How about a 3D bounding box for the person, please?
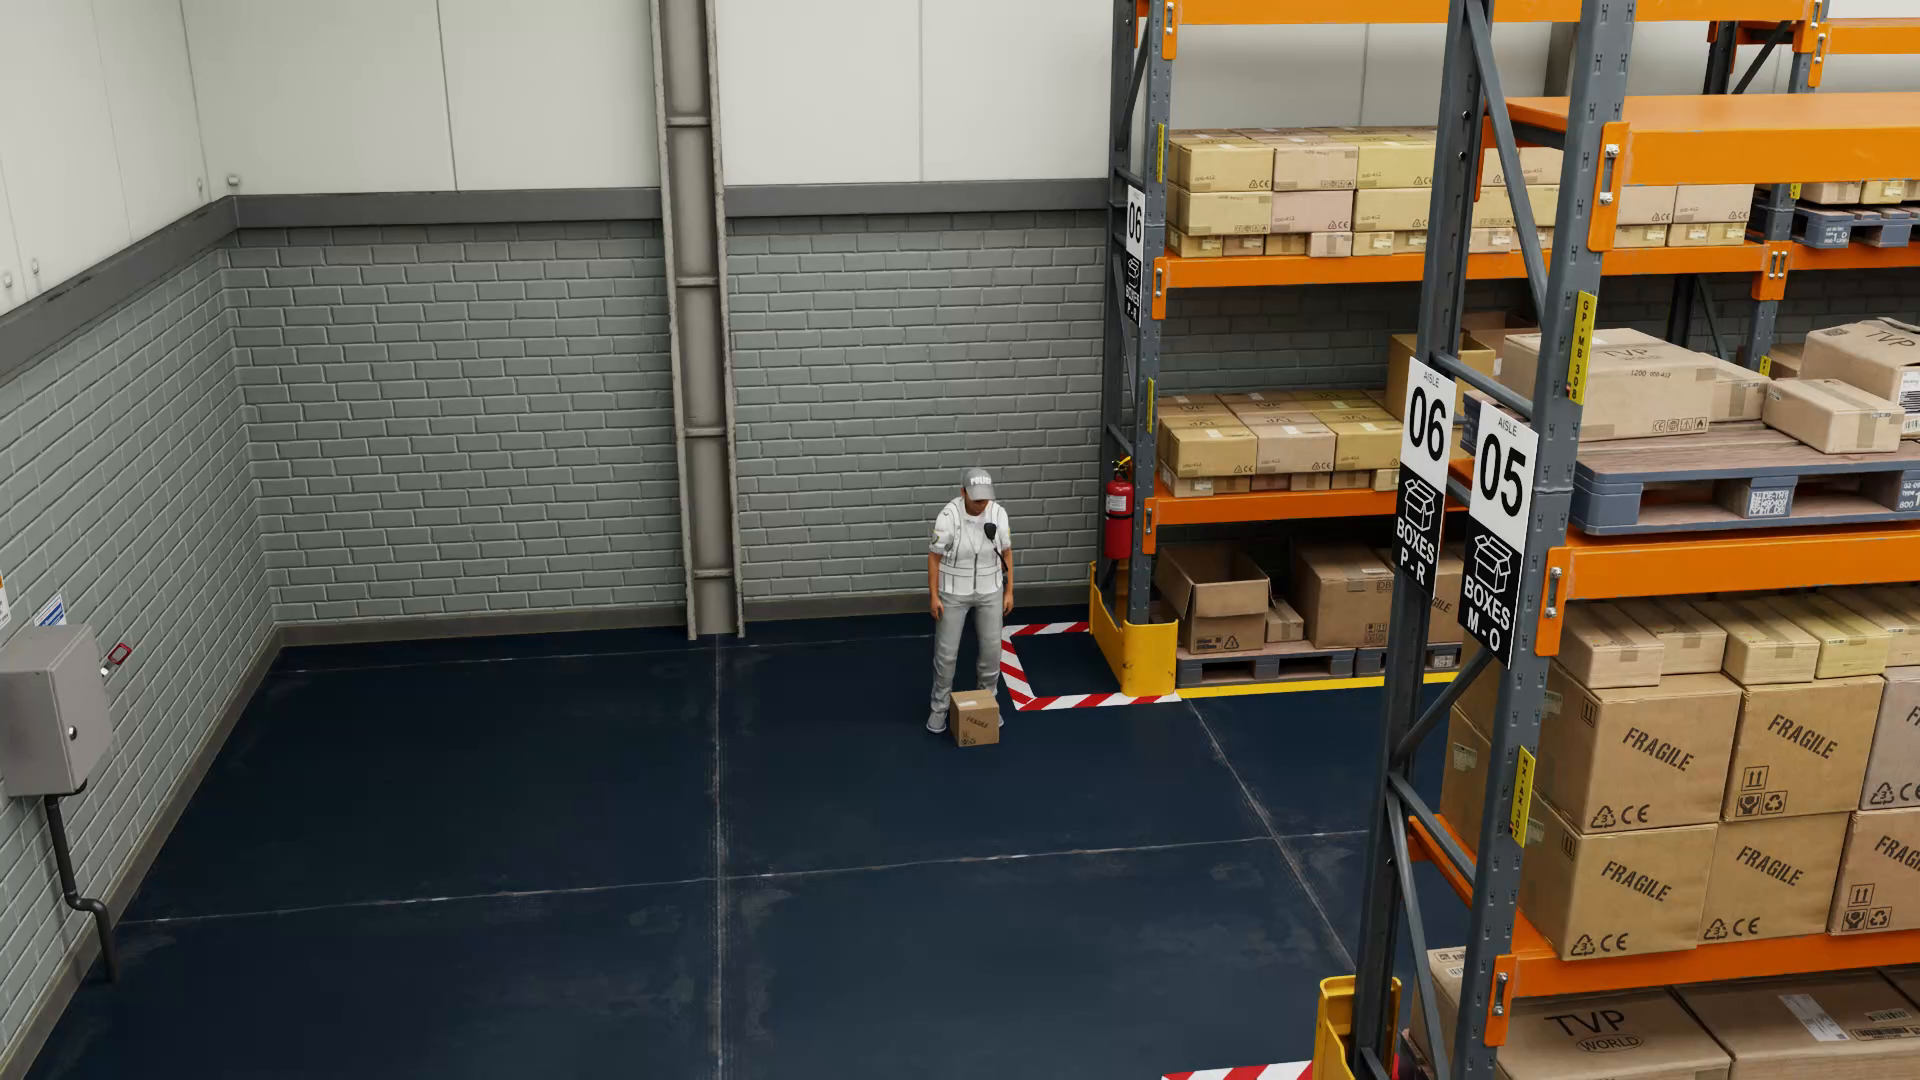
[{"bbox_3d":[0.056,0.347,10.118,0.564,1.667,0.465,-4,21,-11],"label":"person"}]
